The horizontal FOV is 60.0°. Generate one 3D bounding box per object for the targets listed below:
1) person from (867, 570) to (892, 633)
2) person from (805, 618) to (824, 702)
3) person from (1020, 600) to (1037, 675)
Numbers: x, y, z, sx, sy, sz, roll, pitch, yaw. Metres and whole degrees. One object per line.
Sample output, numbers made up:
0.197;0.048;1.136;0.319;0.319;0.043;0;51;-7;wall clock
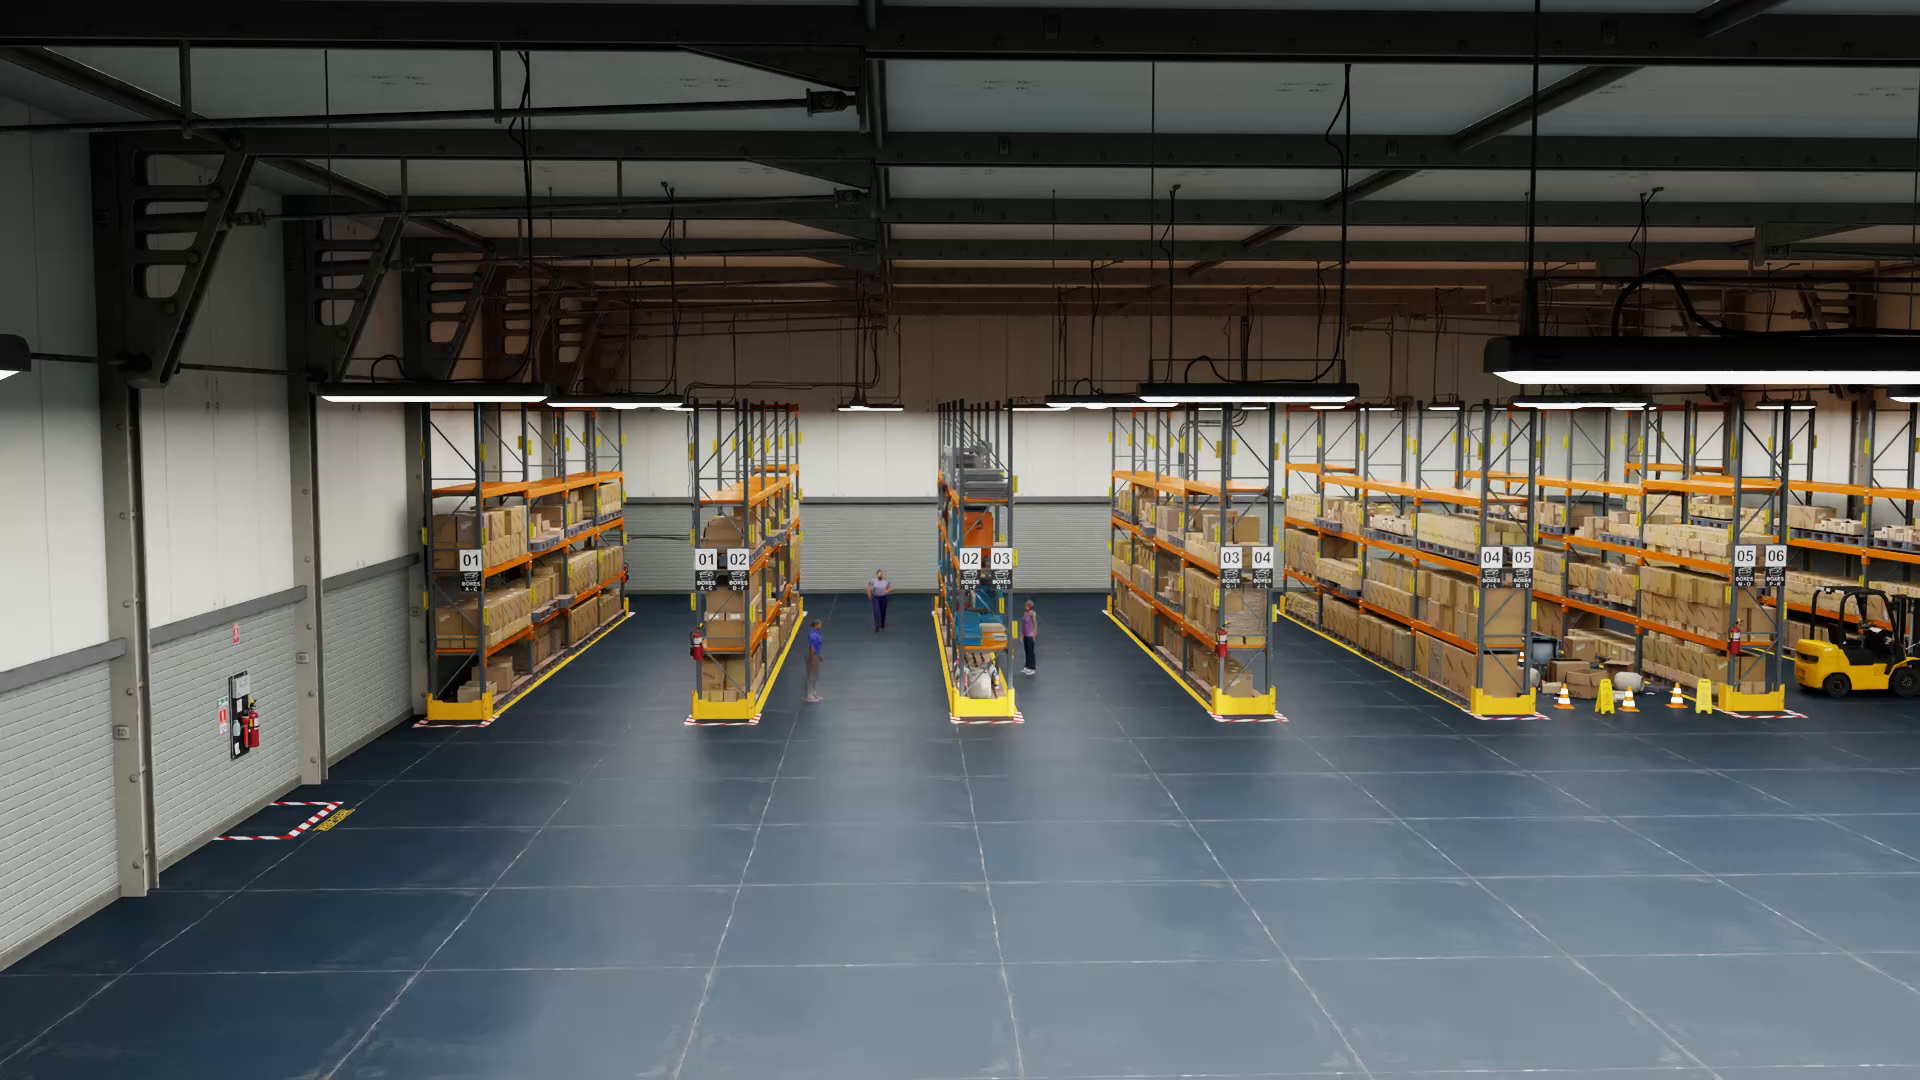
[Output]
-2.115;1.577;43.586;0.653;1.601;0.993;0;4;-2;person
-2.914;2.385;33.140;0.358;1.657;0.470;0;4;2;person
1.499;2.133;36.581;0.360;1.614;0.446;-2;5;-27;person
